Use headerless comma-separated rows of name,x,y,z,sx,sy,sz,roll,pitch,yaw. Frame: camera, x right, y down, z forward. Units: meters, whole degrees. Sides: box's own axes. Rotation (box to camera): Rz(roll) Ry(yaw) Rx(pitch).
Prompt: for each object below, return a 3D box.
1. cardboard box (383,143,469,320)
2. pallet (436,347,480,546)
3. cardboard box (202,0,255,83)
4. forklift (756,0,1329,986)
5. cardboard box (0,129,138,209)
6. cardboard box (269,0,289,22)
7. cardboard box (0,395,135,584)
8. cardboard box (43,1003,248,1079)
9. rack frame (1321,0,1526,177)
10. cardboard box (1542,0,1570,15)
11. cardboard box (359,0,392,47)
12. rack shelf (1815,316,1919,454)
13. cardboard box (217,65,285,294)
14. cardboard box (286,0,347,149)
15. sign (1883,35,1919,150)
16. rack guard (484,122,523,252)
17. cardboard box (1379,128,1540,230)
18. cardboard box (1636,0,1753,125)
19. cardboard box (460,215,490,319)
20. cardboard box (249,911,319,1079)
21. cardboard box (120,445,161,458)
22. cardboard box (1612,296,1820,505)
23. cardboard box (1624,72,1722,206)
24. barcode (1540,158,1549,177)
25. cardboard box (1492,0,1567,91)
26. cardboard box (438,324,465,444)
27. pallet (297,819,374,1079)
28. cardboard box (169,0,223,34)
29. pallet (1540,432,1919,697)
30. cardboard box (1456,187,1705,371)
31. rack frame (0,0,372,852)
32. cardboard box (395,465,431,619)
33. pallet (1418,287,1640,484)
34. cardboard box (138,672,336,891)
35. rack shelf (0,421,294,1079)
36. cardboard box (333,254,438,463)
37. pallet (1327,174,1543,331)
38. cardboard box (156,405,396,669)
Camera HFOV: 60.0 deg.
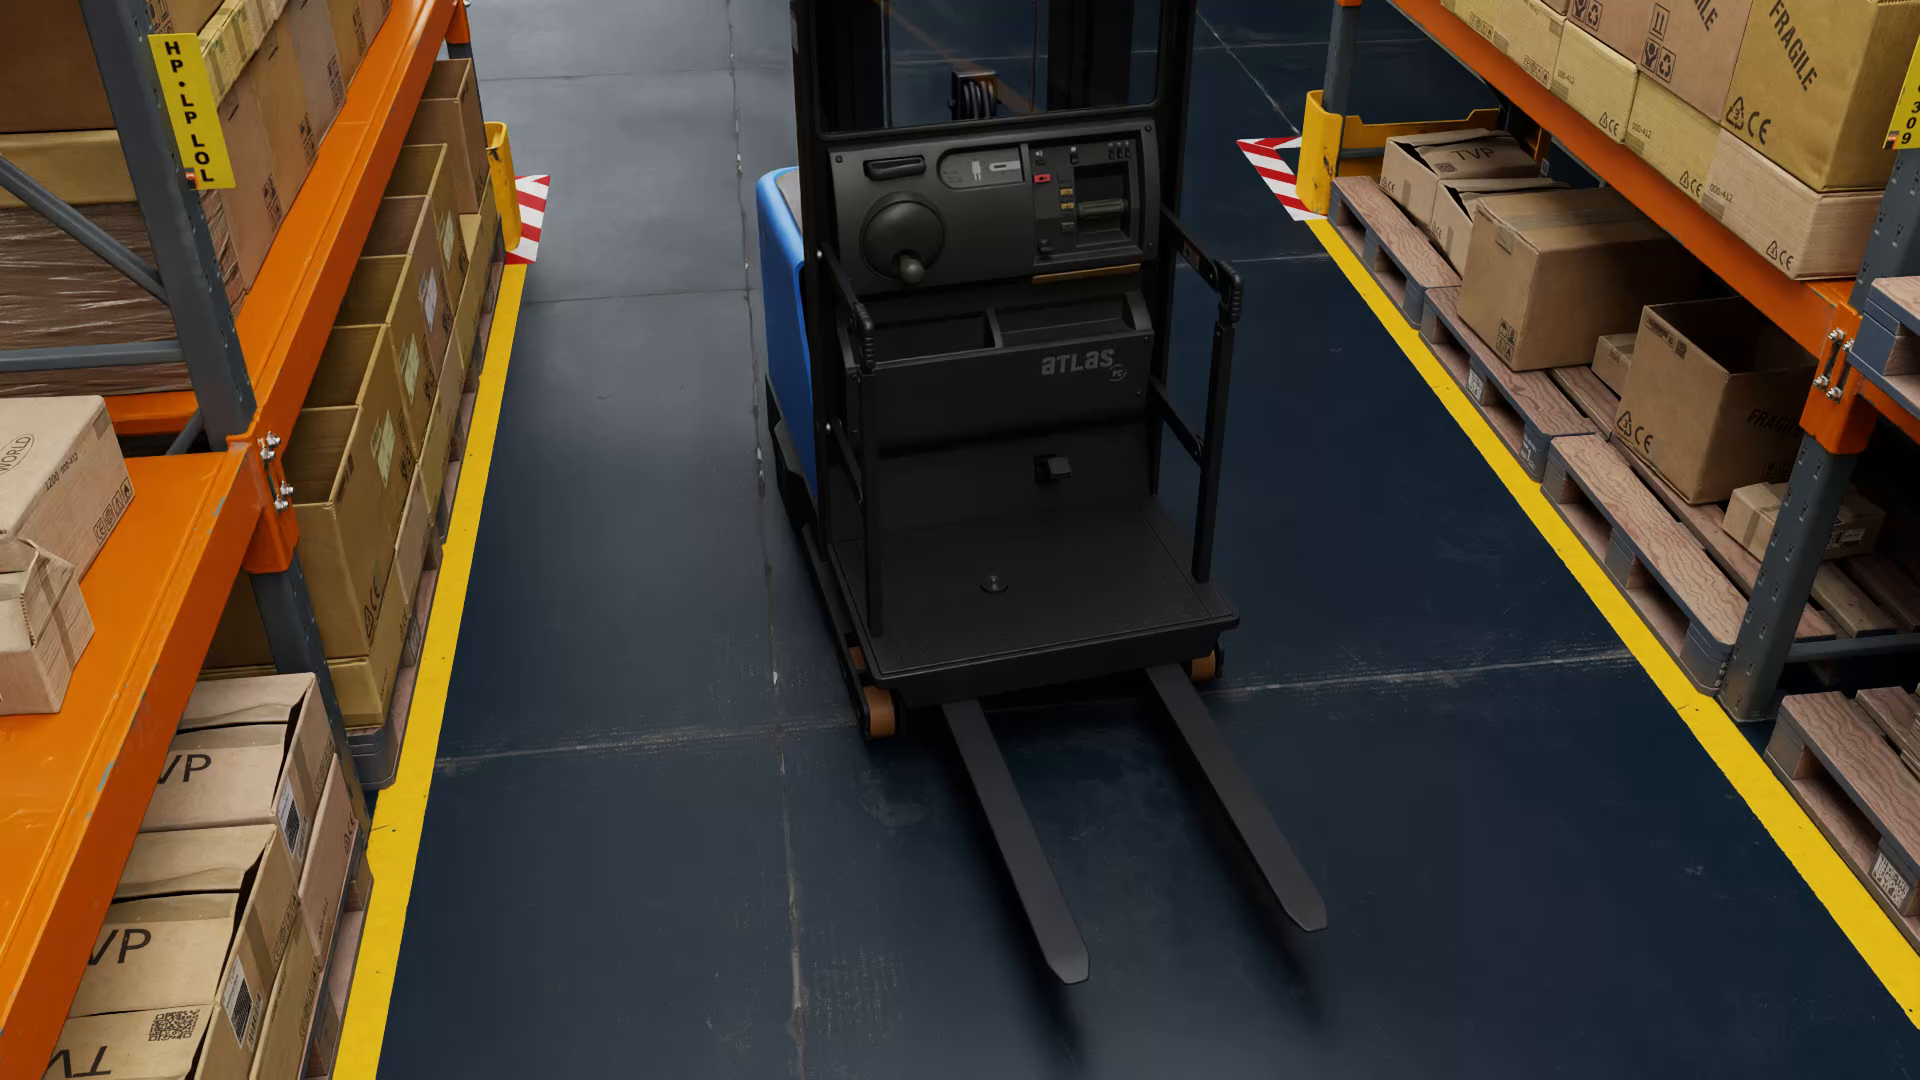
cardboard box,-2.136,-1.129,6.146,0.500,0.500,0.500,-4,35,-6
pallet,-2.347,-0.360,6.091,1.003,0.211,1.213,-4,35,-6
cardboard box,-2.065,-1.287,4.311,0.380,0.149,0.250,-5,35,-7
forklift,0.165,-0.870,4.425,1.130,2.935,3.031,-9,35,-13
cardboard box,-1.958,-0.857,3.679,0.380,0.149,0.250,-4,35,-6
cardboard box,-2.136,-1.576,4.734,0.380,0.149,0.250,-5,35,-8
cardboard box,-2.005,-0.050,3.293,0.500,0.250,0.500,-2,34,-3
cardboard box,-1.635,1.121,3.013,0.500,0.311,0.500,-4,35,-7
rack frame,2.256,-2.993,7.478,1.000,3.000,0.127,-4,35,-6
cardboard box,2.224,-2.107,5.628,0.500,0.500,0.500,-3,34,-5
cardboard box,-2.527,-2.102,6.083,0.700,0.500,0.500,-4,34,-5
rack shelf,3.063,0.653,2.767,1.077,0.370,4.000,-4,35,-6
cardboard box,-2.257,-0.965,4.414,0.700,0.500,0.500,-5,35,-7
cardboard box,-2.391,-1.531,5.245,0.700,0.500,0.500,-3,34,-5
sign,2.257,-1.073,3.892,0.100,0.325,0.005,-4,35,-6
rack guard,-2.655,-1.596,7.648,1.175,0.500,0.348,-4,35,-6
cardboard box,2.260,-1.670,7.534,0.500,0.311,0.500,-8,35,-12
cardboard box,2.351,-1.535,4.788,0.500,0.500,0.500,-5,35,-7
cardboard box,-2.208,-1.098,6.766,0.500,0.250,0.500,-4,35,-6
cardboard box,-1.705,1.071,3.583,0.500,0.250,0.500,-5,35,-7
cardboard box,-2.449,-0.252,4.860,0.500,0.500,0.500,-4,35,-6
cardboard box,2.615,-0.485,5.628,0.500,0.500,0.500,-7,35,-10
cardboard box,2.371,-1.227,5.002,0.500,0.250,0.500,-4,35,-6
barcode,2.659,-1.694,7.561,0.001,0.075,0.075,-4,35,-6
cardboard box,2.220,-1.787,5.824,0.500,0.250,0.500,-4,34,-6
cardboard box,-2.073,-0.540,5.947,0.500,0.250,0.500,-4,35,-6
pallet,-1.976,1.177,3.835,1.003,0.211,1.213,-4,35,-6
cardboard box,-2.249,-1.490,4.031,0.700,0.500,0.500,-4,35,-6
pallet,2.669,0.020,5.533,1.003,0.211,1.213,-4,35,-6
cardboard box,2.386,-1.017,6.408,0.700,0.500,0.500,-6,35,-9
rack frame,-2.114,-0.383,3.649,1.000,3.000,0.127,-4,35,-6
cardboard box,-1.938,0.018,5.128,0.500,0.250,0.500,-4,35,-6
pallet,2.501,-0.662,6.535,1.003,0.211,1.213,-4,35,-6
cardboard box,-1.775,0.552,3.847,0.500,0.311,0.500,-4,35,-6
rack shelf,-1.845,1.030,2.214,1.077,0.370,4.000,-4,35,-6
cardboard box,-2.001,-0.571,5.327,0.500,0.500,0.500,-4,35,-6
pallet,2.341,-1.342,7.531,1.003,0.211,1.213,-4,35,-6
cardboard box,-1.866,-0.013,4.508,0.500,0.500,0.500,-4,35,-6
